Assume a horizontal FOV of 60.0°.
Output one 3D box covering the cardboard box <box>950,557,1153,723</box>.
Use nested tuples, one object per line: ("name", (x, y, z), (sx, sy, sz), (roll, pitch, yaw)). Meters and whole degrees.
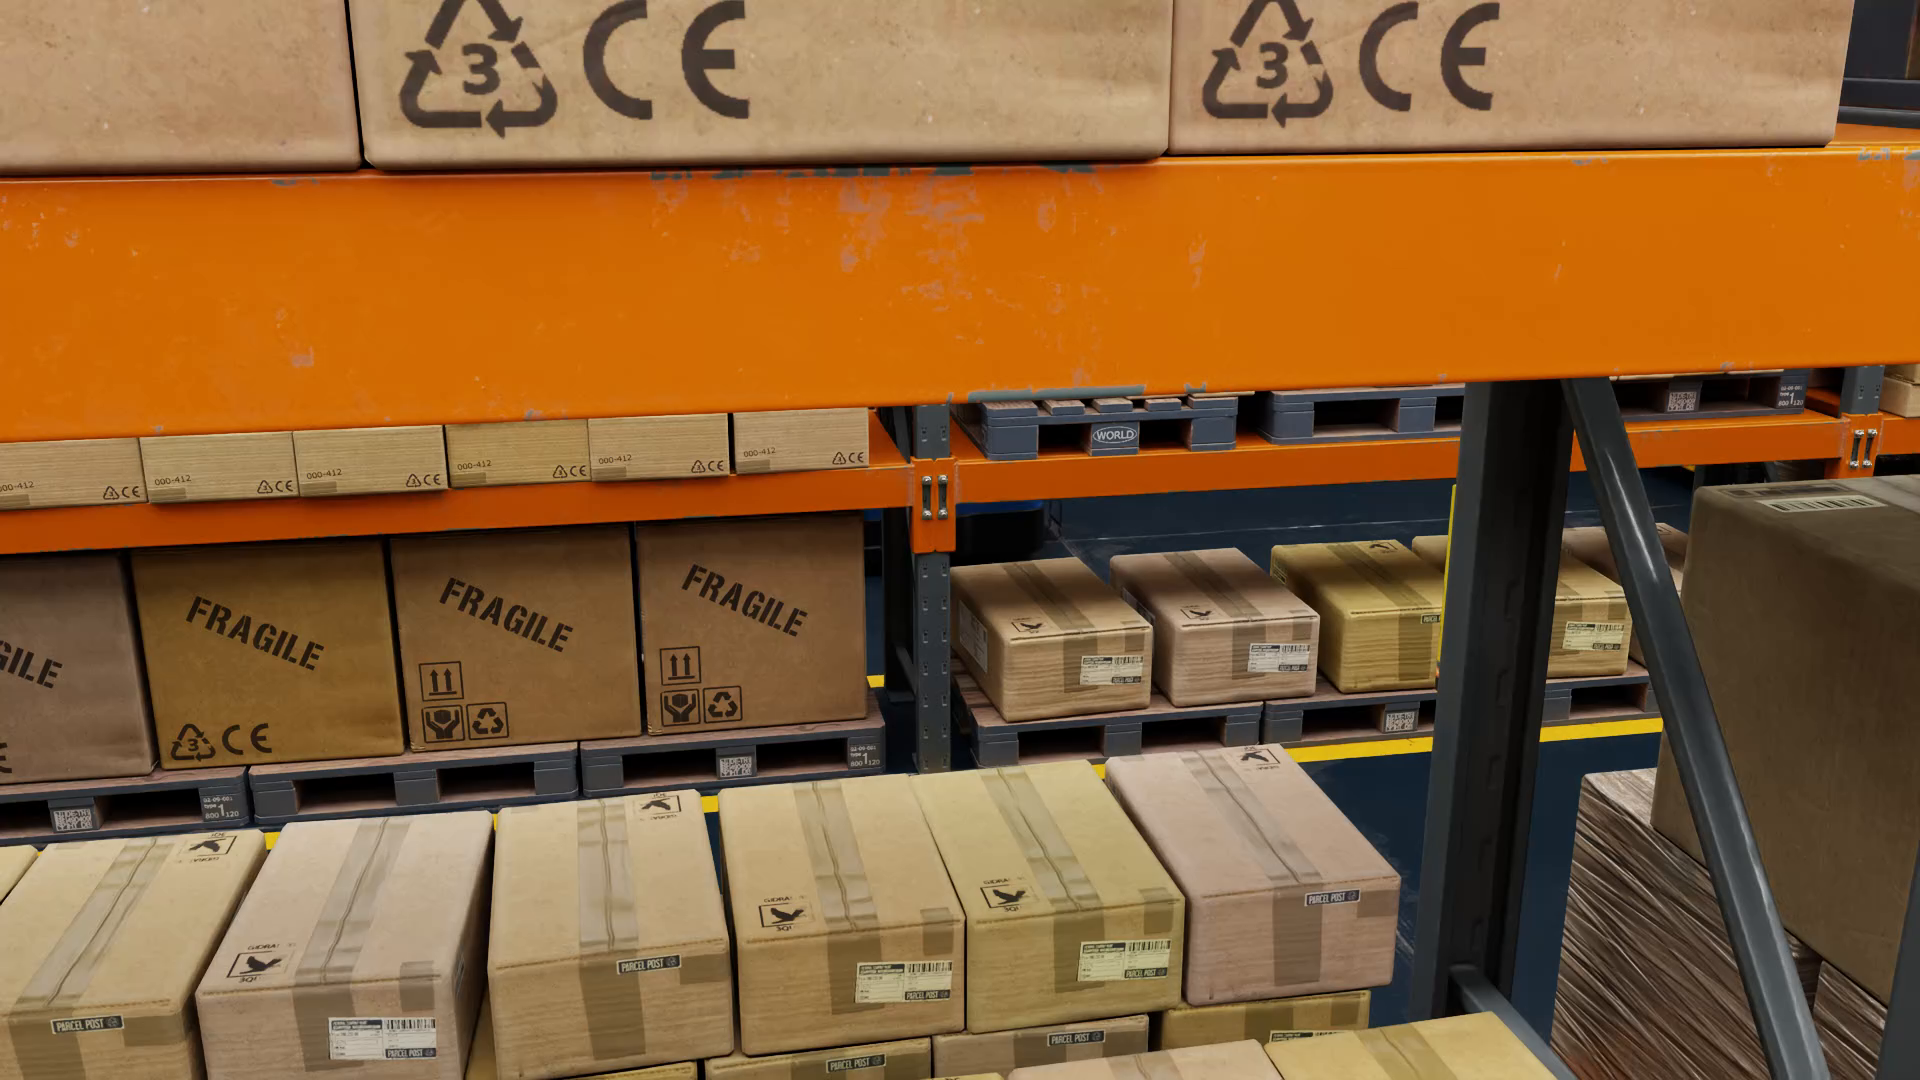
("cardboard box", (0.363, 0.406, 7.140), (0.625, 0.372, 0.950), (-4, 18, -14))

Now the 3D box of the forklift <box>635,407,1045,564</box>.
("forklift", (-1.095, -1.328, 9.144), (3.031, 2.935, 1.130), (-4, 17, -12))

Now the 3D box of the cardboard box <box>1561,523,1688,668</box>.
("cardboard box", (3.219, 0.242, 7.675), (0.625, 0.372, 0.950), (-3, 17, -10))

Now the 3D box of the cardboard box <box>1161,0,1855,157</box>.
("cardboard box", (0.332, -0.576, 1.298), (0.500, 0.500, 0.500), (-3, 17, -10))

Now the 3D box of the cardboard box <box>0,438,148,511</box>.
("cardboard box", (-3.131, -0.304, 5.947), (0.500, 0.250, 0.500), (-4, 17, -12))

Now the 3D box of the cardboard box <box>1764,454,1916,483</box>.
("cardboard box", (4.264, -0.198, 8.039), (0.500, 0.500, 0.500), (-3, 17, -11))

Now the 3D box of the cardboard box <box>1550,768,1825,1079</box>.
("cardboard box", (1.236, 0.651, 2.414), (0.500, 0.500, 0.500), (-3, 17, -10))

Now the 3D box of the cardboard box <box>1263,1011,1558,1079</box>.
("cardboard box", (0.451, 0.595, 1.464), (0.250, 0.149, 0.380), (-4, 18, -13))

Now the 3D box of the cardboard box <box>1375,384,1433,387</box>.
("cardboard box", (1.757, -0.742, 6.830), (0.250, 0.149, 0.380), (-3, 17, -9))

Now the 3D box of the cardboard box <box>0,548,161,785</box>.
("cardboard box", (-3.527, 0.360, 6.435), (0.875, 0.875, 0.875), (-3, 17, -9))

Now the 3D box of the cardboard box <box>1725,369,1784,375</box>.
("cardboard box", (3.281, -0.816, 7.071), (0.250, 0.149, 0.380), (-3, 17, -10))

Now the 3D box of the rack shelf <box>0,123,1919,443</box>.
("rack shelf", (-1.119, -0.178, 1.398), (4.000, 0.370, 1.077), (-3, 17, -10))

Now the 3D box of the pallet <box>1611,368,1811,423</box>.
("pallet", (2.956, -0.751, 7.474), (1.213, 0.211, 1.003), (-3, 17, -10))

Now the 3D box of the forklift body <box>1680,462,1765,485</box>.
("forklift body", (5.200, -1.459, 10.900), (1.214, 2.155, 2.313), (-3, 17, -10))

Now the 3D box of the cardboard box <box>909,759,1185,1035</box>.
("cardboard box", (0.091, 0.422, 2.030), (0.250, 0.149, 0.380), (-4, 17, -12))

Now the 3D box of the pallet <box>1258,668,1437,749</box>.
("pallet", (1.769, 0.603, 7.491), (1.213, 0.211, 1.003), (-3, 17, -10))

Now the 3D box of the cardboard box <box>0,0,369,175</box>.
("cardboard box", (-0.648, -0.517, 1.108), (0.500, 0.500, 0.500), (-3, 17, -10))

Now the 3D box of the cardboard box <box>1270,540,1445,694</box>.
("cardboard box", (1.832, 0.322, 7.414), (0.625, 0.372, 0.950), (-3, 17, -9))

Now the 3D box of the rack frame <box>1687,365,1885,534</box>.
("rack frame", (3.734, -0.843, 7.448), (0.127, 3.000, 1.000), (-3, 17, -10))

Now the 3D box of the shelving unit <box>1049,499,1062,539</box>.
("shelving unit", (0.480, -0.606, 9.740), (0.189, 1.200, 0.258), (-4, 17, -12))

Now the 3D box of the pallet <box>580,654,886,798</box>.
("pallet", (-0.982, 0.735, 7.060), (1.213, 0.211, 1.003), (-3, 17, -10))

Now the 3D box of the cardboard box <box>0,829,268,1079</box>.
("cardboard box", (-0.936, 0.479, 1.841), (0.250, 0.149, 0.380), (-3, 17, -9))

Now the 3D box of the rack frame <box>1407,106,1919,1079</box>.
("rack frame", (0.845, 0.802, 2.092), (0.053, 2.616, 0.949), (-3, 17, -10))

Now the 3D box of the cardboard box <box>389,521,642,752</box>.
("cardboard box", (-1.764, 0.258, 6.768), (0.875, 0.875, 0.875), (-3, 17, -10))

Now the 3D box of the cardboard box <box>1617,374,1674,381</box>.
("cardboard box", (2.772, -0.781, 6.959), (0.250, 0.149, 0.380), (-4, 17, -11))

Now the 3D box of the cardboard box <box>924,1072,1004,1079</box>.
("cardboard box", (-0.054, 0.623, 1.373), (0.250, 0.149, 0.380), (-3, 17, -9))

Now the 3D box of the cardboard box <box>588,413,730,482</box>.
("cardboard box", (-1.139, -0.413, 6.302), (0.500, 0.250, 0.500), (-3, 17, -9))

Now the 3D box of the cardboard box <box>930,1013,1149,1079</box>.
("cardboard box", (0.066, 0.563, 2.076), (0.250, 0.149, 0.380), (-2, 17, -8))

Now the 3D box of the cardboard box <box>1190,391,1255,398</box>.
("cardboard box", (0.996, -0.683, 6.639), (0.250, 0.149, 0.380), (-3, 17, -10))

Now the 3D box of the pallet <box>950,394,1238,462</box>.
("pallet", (0.486, -0.599, 6.980), (1.003, 0.211, 1.213), (-3, 17, -10))

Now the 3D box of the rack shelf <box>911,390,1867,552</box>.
("rack shelf", (1.770, -0.388, 7.191), (4.000, 0.370, 1.077), (-3, 17, -10))

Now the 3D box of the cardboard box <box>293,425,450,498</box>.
("cardboard box", (-2.132, -0.353, 6.107), (0.500, 0.250, 0.500), (-4, 17, -11))

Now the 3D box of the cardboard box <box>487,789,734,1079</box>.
("cardboard box", (-0.411, 0.449, 1.942), (0.250, 0.149, 0.380), (-4, 18, -13))

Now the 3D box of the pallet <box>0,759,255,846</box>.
("pallet", (-3.378, 0.871, 6.618), (1.213, 0.211, 1.003), (-3, 17, -10))

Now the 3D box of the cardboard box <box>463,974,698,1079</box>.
("cardboard box", (-0.443, 0.593, 1.979), (0.250, 0.149, 0.380), (-3, 17, -10))

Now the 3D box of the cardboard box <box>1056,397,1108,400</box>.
("cardboard box", (0.445, -0.672, 6.602), (0.250, 0.149, 0.380), (-4, 18, -14))

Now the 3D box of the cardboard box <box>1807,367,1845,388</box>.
("cardboard box", (3.992, -0.829, 7.829), (0.250, 0.149, 0.380), (-3, 17, -11))
